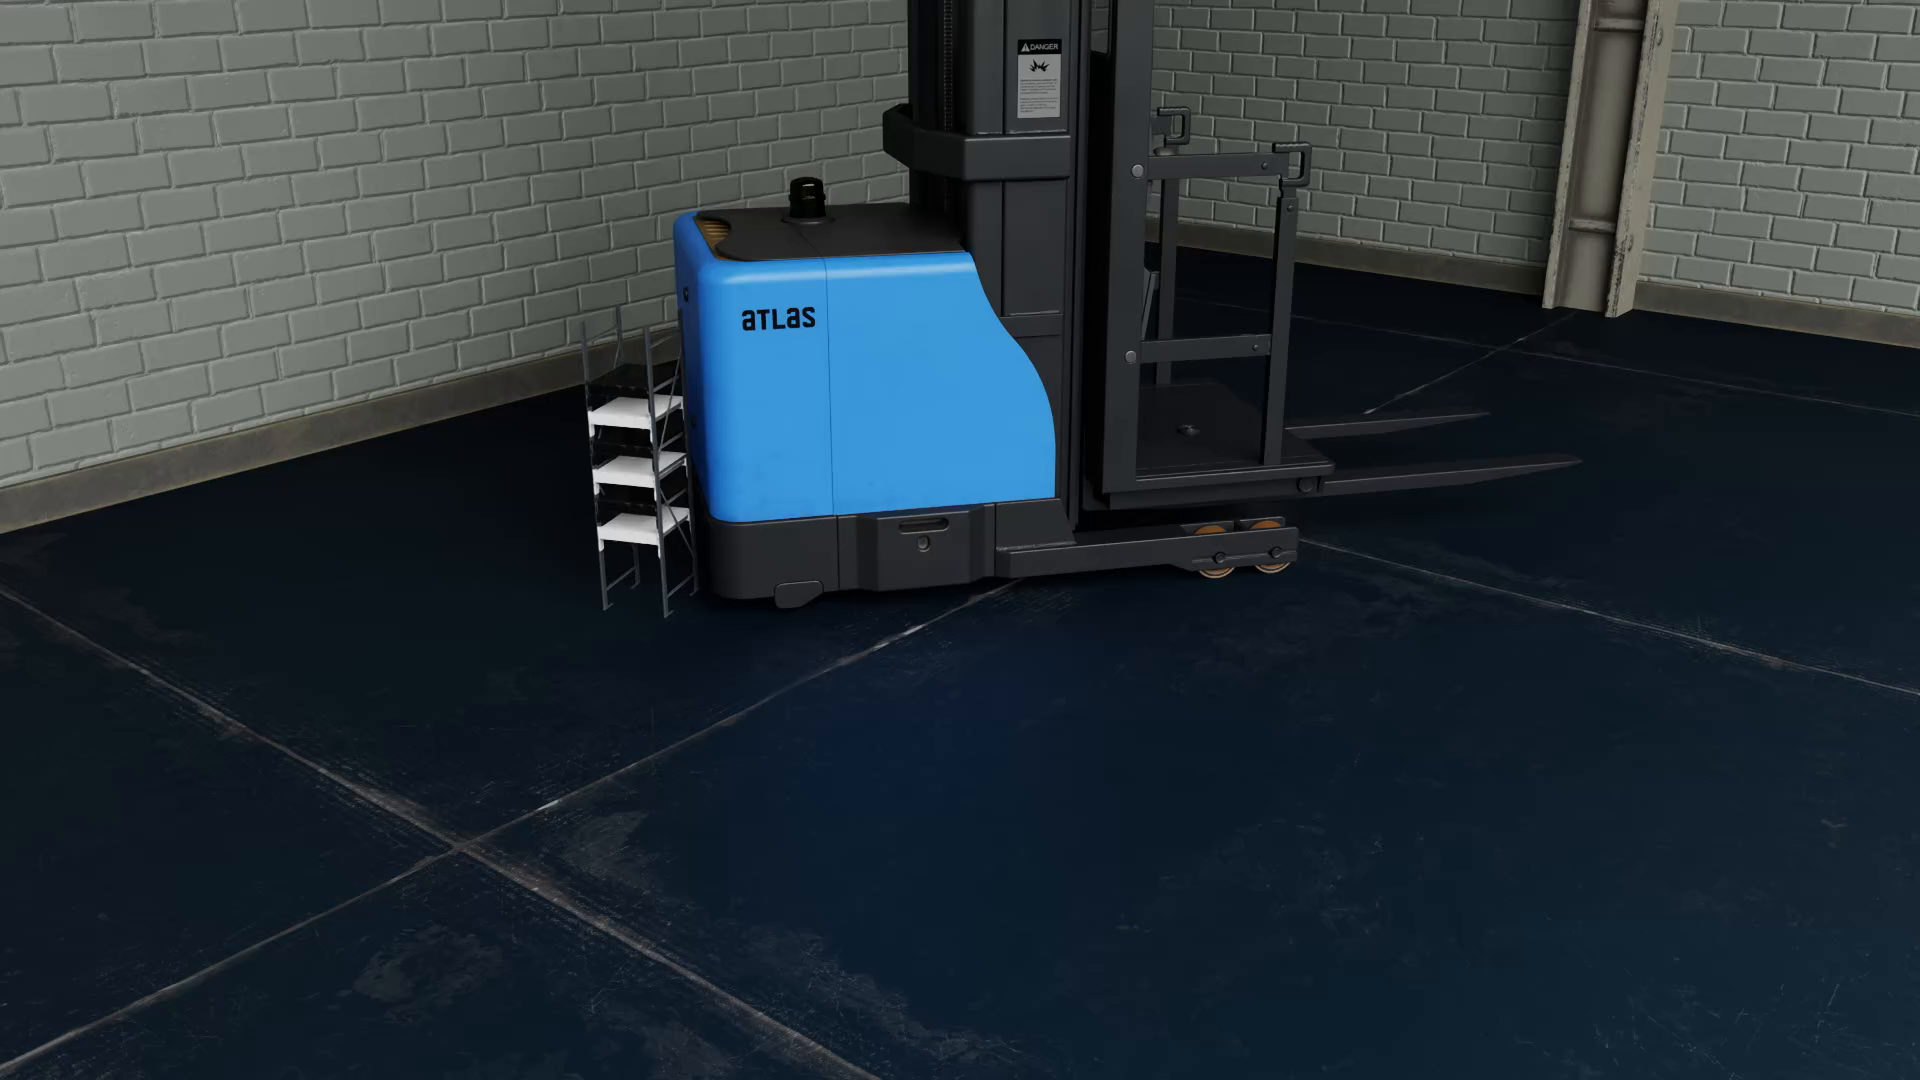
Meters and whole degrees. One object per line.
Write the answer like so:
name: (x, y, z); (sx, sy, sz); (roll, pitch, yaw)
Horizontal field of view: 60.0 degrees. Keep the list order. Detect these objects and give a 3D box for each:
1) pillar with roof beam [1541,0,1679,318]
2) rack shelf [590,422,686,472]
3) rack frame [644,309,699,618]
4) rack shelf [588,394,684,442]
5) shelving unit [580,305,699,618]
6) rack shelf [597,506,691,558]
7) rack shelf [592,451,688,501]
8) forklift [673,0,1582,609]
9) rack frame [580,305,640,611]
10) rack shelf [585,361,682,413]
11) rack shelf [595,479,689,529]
pillar with roof beam: (0.678, -4.294, 4.301); (0.400, 9.000, 9.100); (16, 26, 36)
rack shelf: (-0.959, -0.288, 4.995); (0.200, 0.077, 0.258); (6, 21, 15)
rack frame: (-0.861, -0.225, 4.988); (0.006, 0.900, 0.240); (6, 21, 15)
rack shelf: (-0.959, -0.372, 4.963); (0.200, 0.077, 0.258); (6, 21, 15)
shelving unit: (-0.959, -0.235, 5.015); (0.210, 0.900, 0.258); (6, 21, 15)
rack shelf: (-0.959, -0.035, 5.090); (0.200, 0.077, 0.258); (6, 21, 15)
rack shelf: (-0.959, -0.203, 5.027); (0.200, 0.077, 0.258); (6, 21, 15)
forklift: (0.611, -1.424, 5.291); (3.031, 2.935, 1.130); (-5, 21, -13)
rack frame: (-1.056, -0.245, 5.041); (0.006, 0.900, 0.240); (6, 21, 15)
rack shelf: (-0.959, -0.456, 4.931); (0.200, 0.077, 0.258); (6, 21, 15)
rack shelf: (-0.959, -0.119, 5.058); (0.200, 0.077, 0.258); (6, 21, 15)
